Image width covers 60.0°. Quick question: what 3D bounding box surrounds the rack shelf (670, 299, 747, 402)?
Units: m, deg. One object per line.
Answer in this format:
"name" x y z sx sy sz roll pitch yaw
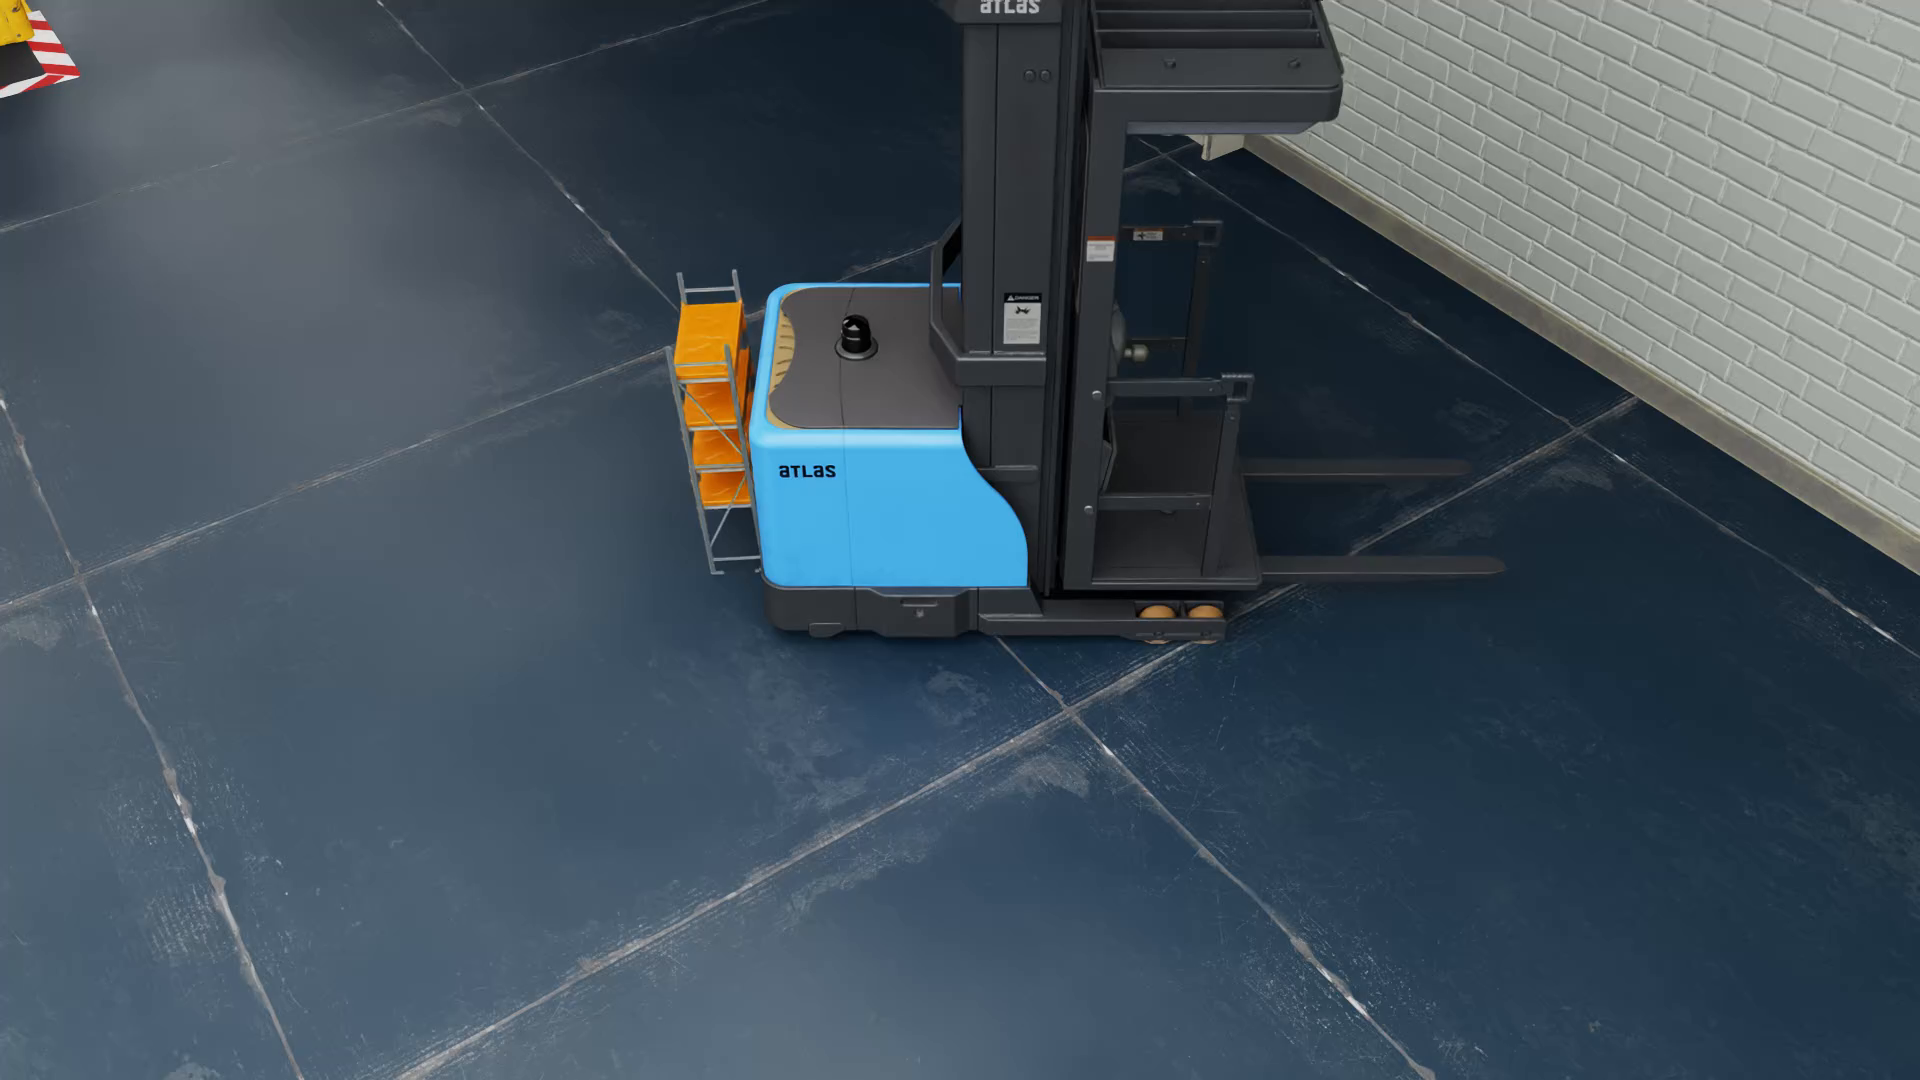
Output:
"rack shelf" -0.990 -0.748 6.579 0.258 0.148 0.480 -3 44 0

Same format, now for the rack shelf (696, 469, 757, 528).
"rack shelf" -0.962 -0.273 7.034 0.258 0.148 0.480 -3 44 0

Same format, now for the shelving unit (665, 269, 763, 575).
"shelving unit" -0.973 -0.464 6.851 0.258 1.200 0.503 -3 44 0

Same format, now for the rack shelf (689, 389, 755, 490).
"rack shelf" -0.971 -0.416 6.897 0.258 0.148 0.480 -3 44 0

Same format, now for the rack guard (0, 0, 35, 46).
"rack guard" -6.459 -3.249 10.282 1.175 0.500 0.348 -26 49 -24

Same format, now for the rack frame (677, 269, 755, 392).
"rack frame" -0.982 -0.633 7.027 0.240 1.200 0.015 -3 44 0

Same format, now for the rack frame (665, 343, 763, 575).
"rack frame" -0.965 -0.296 6.674 0.240 1.200 0.015 -3 44 0

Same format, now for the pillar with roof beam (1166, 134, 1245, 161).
"pillar with roof beam" -2.104 -3.894 4.803 9.100 9.000 0.400 -26 49 -24

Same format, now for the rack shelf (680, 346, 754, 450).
"rack shelf" -0.980 -0.577 6.743 0.258 0.148 0.480 -3 44 0

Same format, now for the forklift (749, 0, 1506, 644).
"forklift" 0.718 -1.004 6.170 3.031 2.935 1.130 0 44 0
